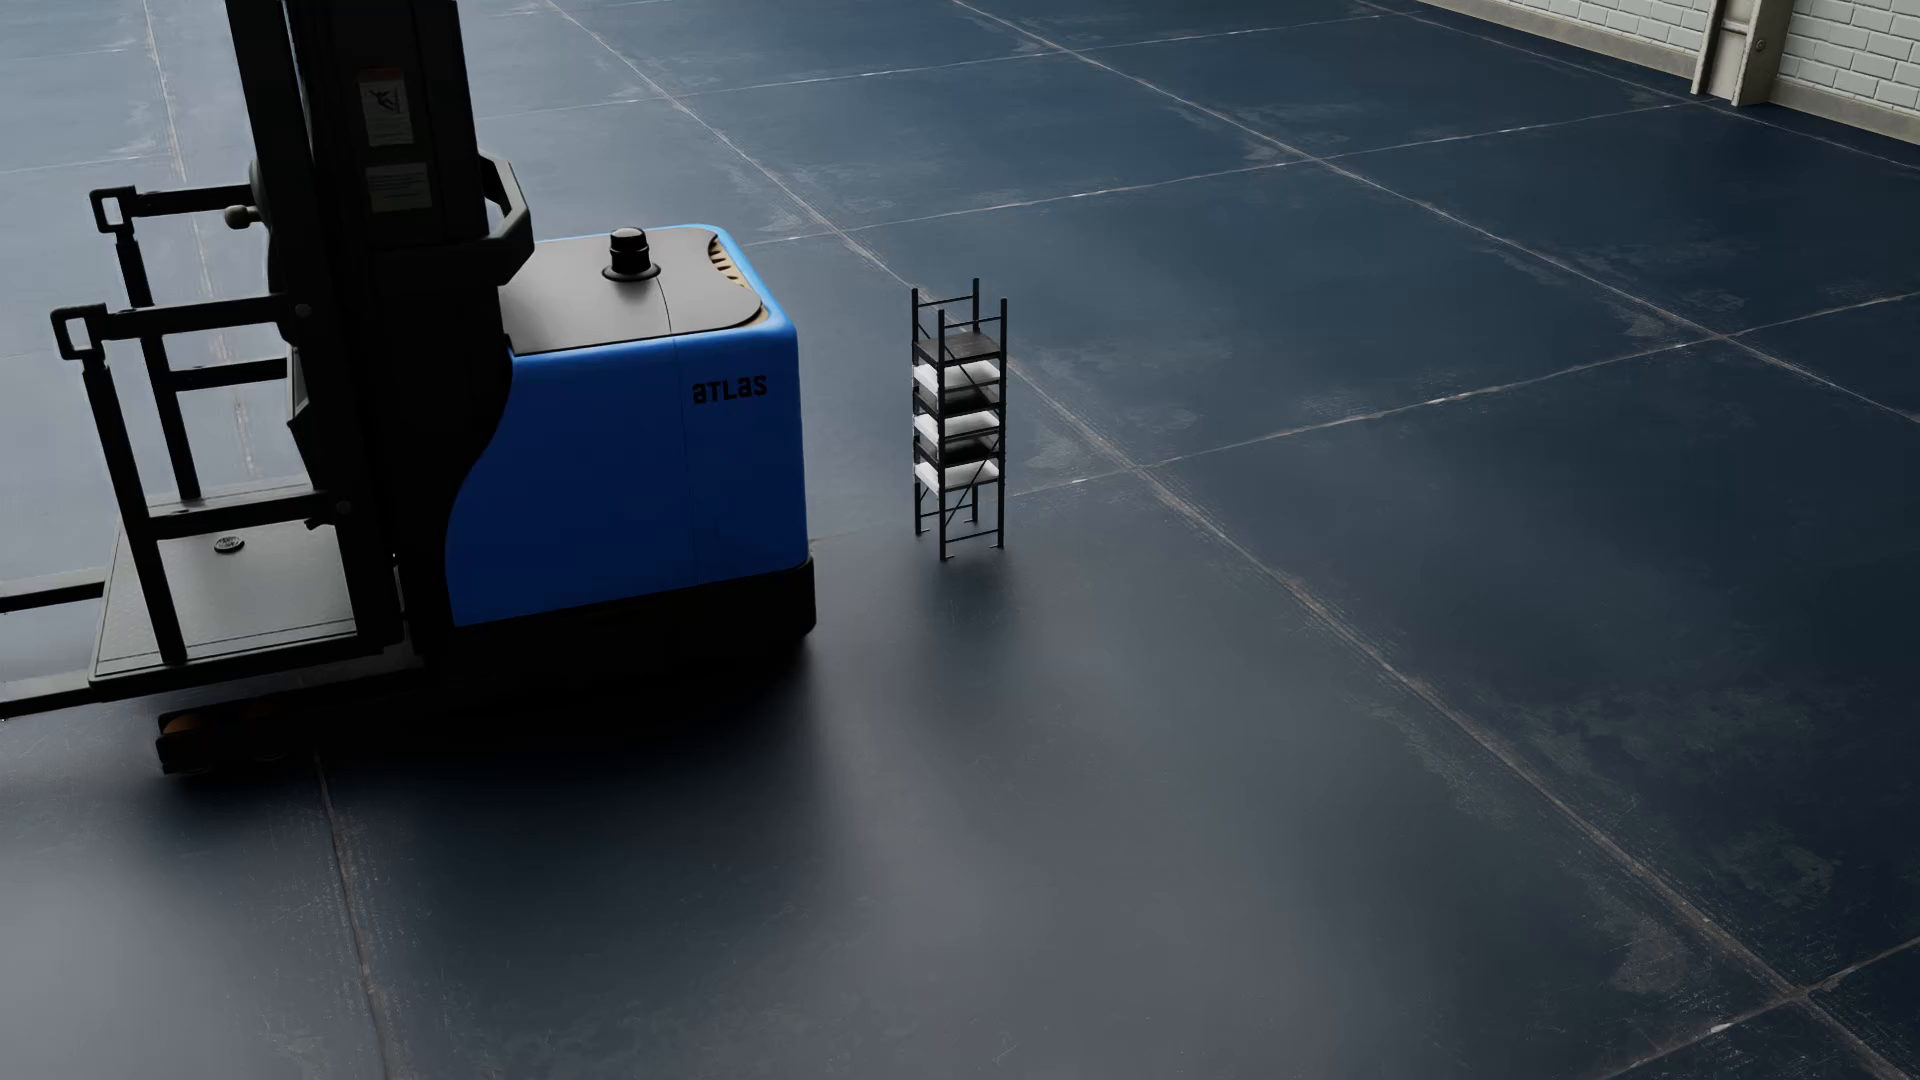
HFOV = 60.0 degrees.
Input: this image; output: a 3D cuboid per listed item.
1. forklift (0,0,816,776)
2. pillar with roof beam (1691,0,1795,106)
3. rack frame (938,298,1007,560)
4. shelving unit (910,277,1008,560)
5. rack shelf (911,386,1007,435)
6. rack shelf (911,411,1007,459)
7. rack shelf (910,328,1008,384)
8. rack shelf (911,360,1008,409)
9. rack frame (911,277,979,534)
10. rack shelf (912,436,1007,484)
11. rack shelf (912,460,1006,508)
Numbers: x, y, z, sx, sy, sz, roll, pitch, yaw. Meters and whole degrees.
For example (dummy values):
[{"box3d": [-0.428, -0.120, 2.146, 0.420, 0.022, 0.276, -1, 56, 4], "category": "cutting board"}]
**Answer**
[{"box3d": [-2.018, -0.920, 4.394, 3.031, 2.935, 1.130, -10, 31, -17], "category": "forklift"}, {"box3d": [1.190, -5.943, 7.149, 9.100, 9.000, 0.400, -13, 32, -22], "category": "pillar with roof beam"}, {"box3d": [0.040, -0.351, 5.456, 0.240, 0.900, 0.006, -13, 32, -22], "category": "rack frame"}, {"box3d": [-0.003, -0.396, 5.536, 0.258, 0.900, 0.210, -13, 32, -22], "category": "shelving unit"}, {"box3d": [-0.003, -0.446, 5.509, 0.258, 0.077, 0.200, -13, 32, -22], "category": "rack shelf"}, {"box3d": [-0.003, -0.367, 5.553, 0.258, 0.077, 0.200, -13, 32, -22], "category": "rack shelf"}, {"box3d": [-0.003, -0.603, 5.421, 0.258, 0.077, 0.200, -13, 32, -22], "category": "rack shelf"}, {"box3d": [-0.003, -0.524, 5.465, 0.258, 0.077, 0.200, -13, 32, -22], "category": "rack shelf"}, {"box3d": [-0.047, -0.441, 5.616, 0.240, 0.900, 0.006, -13, 32, -22], "category": "rack frame"}, {"box3d": [-0.003, -0.289, 5.597, 0.258, 0.077, 0.200, -13, 32, -22], "category": "rack shelf"}, {"box3d": [-0.003, -0.210, 5.641, 0.258, 0.077, 0.200, -13, 32, -22], "category": "rack shelf"}]
